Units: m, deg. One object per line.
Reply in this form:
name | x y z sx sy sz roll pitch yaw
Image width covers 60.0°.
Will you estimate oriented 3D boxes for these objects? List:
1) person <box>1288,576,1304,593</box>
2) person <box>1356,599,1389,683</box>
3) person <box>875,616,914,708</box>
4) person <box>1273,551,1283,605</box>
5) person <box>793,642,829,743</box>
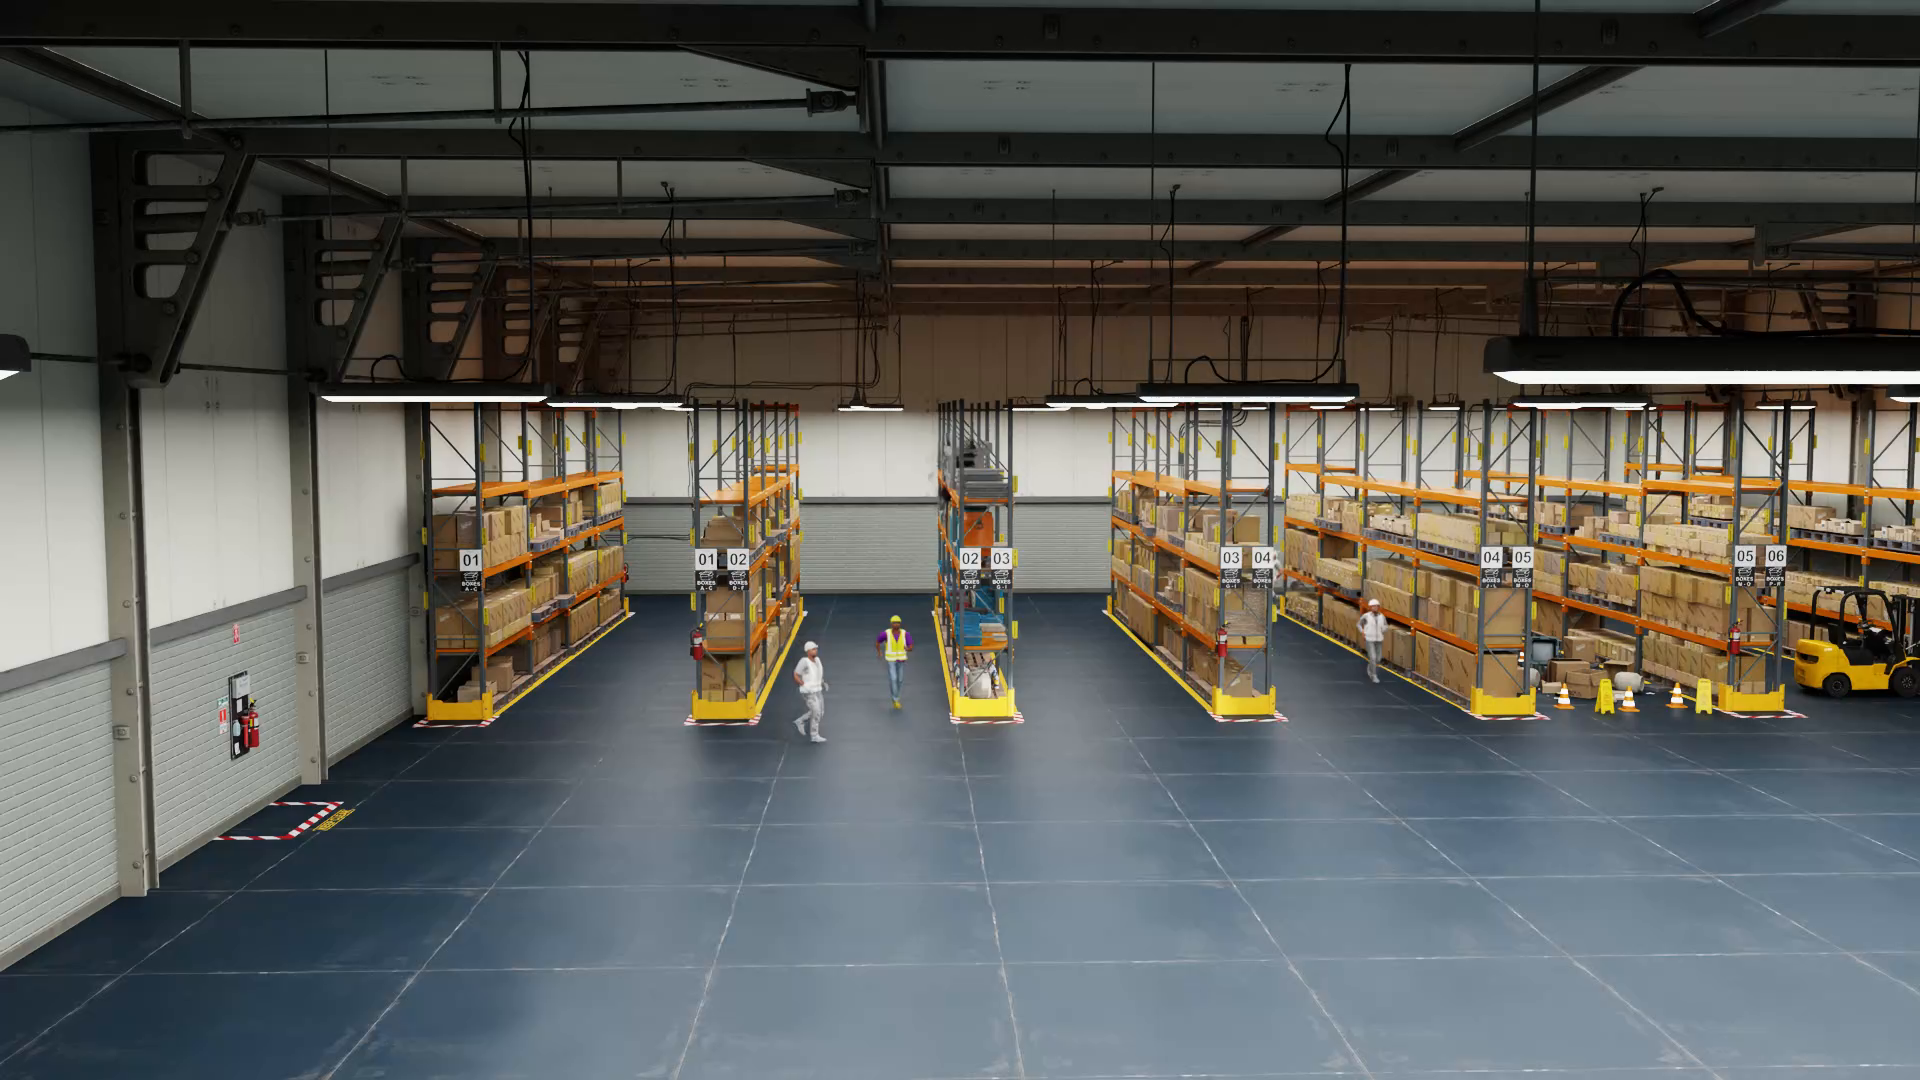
person | 9.982 1.187 49.023 0.796 1.776 0.778 1 4 15
person | 8.840 2.141 35.555 0.676 1.760 0.802 -1 4 -10
person | -1.255 2.346 32.464 0.715 1.749 0.988 -1 4 -15
person | 9.184 1.161 48.835 0.560 1.727 0.708 -1 4 -14
person | -2.644 2.640 29.025 0.696 1.750 0.705 2 5 27
